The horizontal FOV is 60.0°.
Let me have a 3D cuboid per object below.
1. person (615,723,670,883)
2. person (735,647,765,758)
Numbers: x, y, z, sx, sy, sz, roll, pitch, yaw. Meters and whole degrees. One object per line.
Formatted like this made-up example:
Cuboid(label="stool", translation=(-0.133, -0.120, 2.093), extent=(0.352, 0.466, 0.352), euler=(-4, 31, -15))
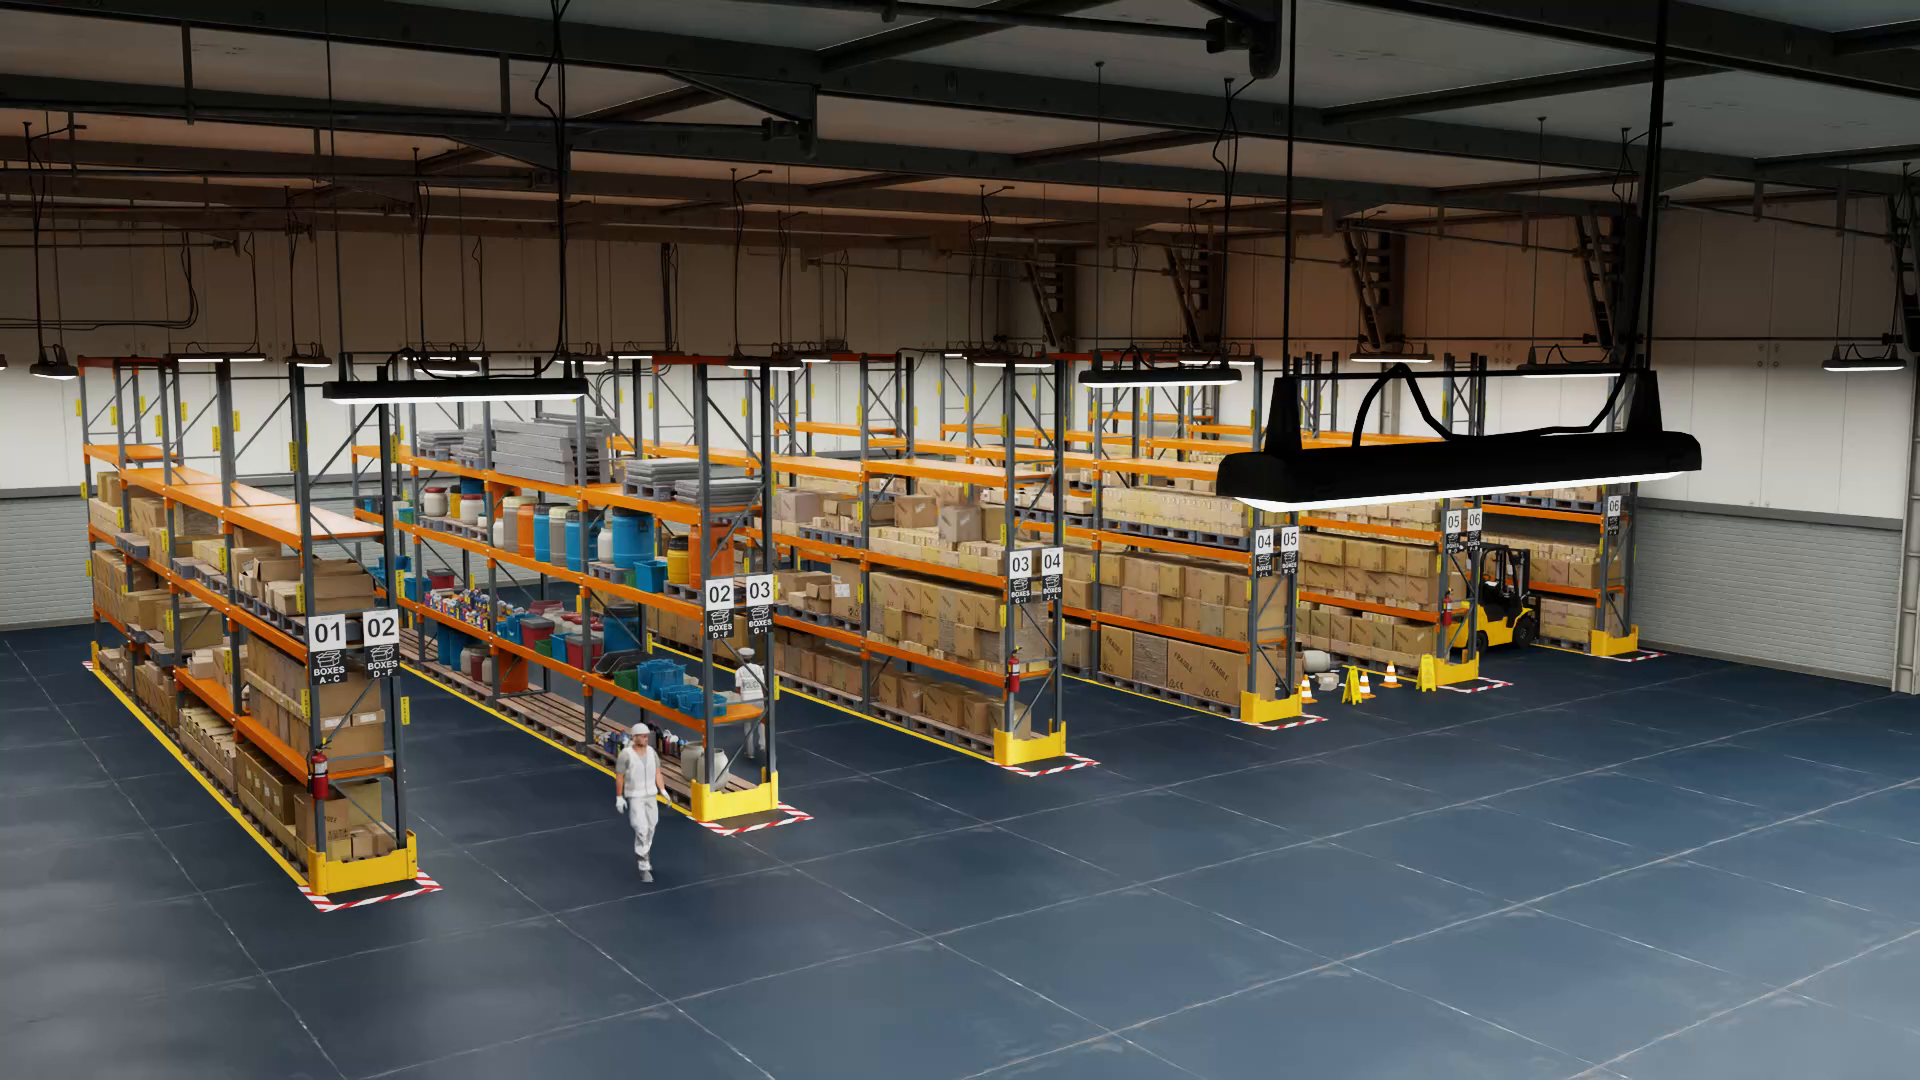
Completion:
Cuboid(label="person", translation=(-3.704, 3.092, 19.622), extent=(0.562, 1.836, 0.605), euler=(-6, 9, -42))
Cuboid(label="person", translation=(-3.127, 2.472, 25.064), extent=(0.508, 1.667, 0.492), euler=(-2, 7, -16))
